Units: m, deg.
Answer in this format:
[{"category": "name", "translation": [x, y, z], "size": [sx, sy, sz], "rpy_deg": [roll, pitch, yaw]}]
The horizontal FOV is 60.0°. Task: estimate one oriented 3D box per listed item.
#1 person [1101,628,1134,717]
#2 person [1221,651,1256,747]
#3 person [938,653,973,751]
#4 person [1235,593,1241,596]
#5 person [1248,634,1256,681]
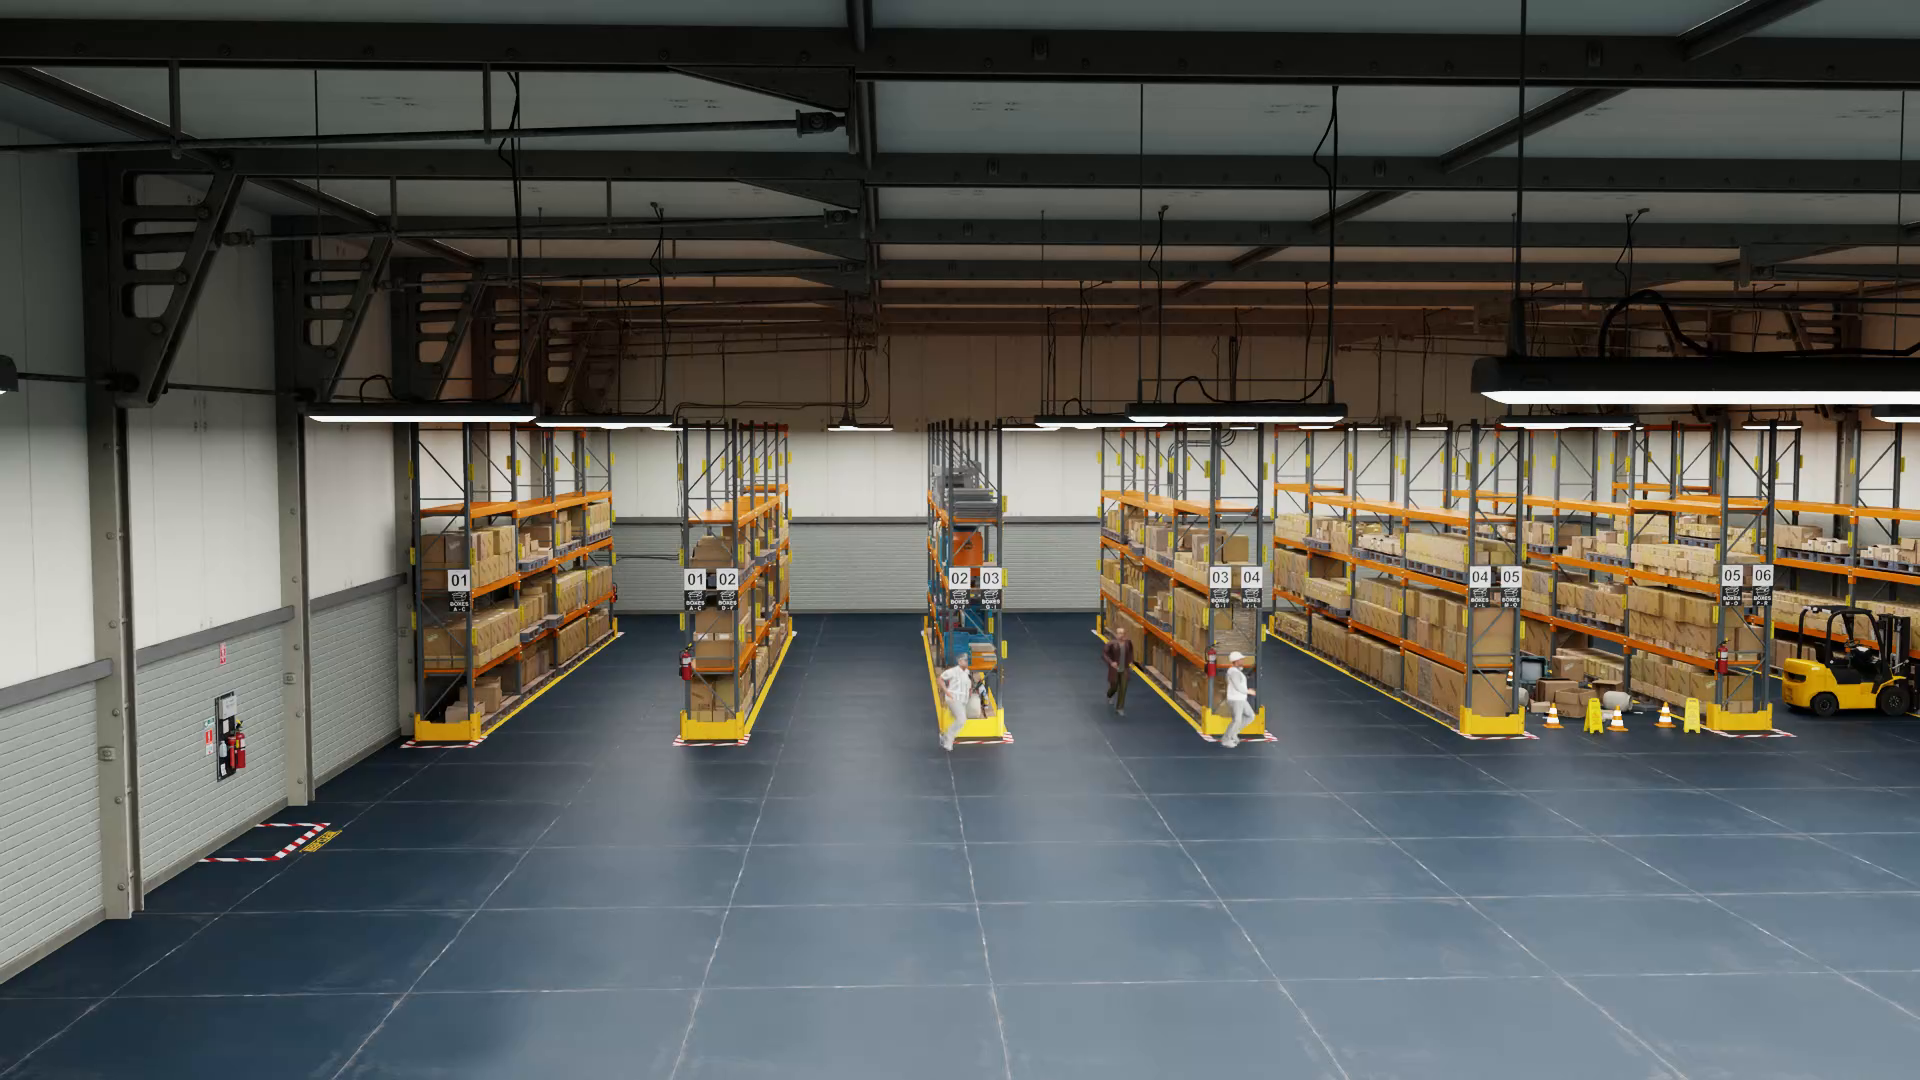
[{"category": "person", "translation": [3.232, 2.671, 34.044], "size": [0.719, 1.769, 1.004], "rpy_deg": [-1, 4, -13]}, {"category": "person", "translation": [5.090, 2.901, 30.367], "size": [0.620, 1.744, 0.663], "rpy_deg": [1, 4, 12]}, {"category": "person", "translation": [-0.034, 2.924, 30.188], "size": [0.637, 1.755, 0.681], "rpy_deg": [3, 4, 35]}, {"category": "person", "translation": [7.718, 1.929, 46.200], "size": [0.654, 1.791, 0.868], "rpy_deg": [0, 4, 7]}, {"category": "person", "translation": [6.762, 2.424, 38.950], "size": [0.587, 1.656, 0.841], "rpy_deg": [0, 4, -4]}]
